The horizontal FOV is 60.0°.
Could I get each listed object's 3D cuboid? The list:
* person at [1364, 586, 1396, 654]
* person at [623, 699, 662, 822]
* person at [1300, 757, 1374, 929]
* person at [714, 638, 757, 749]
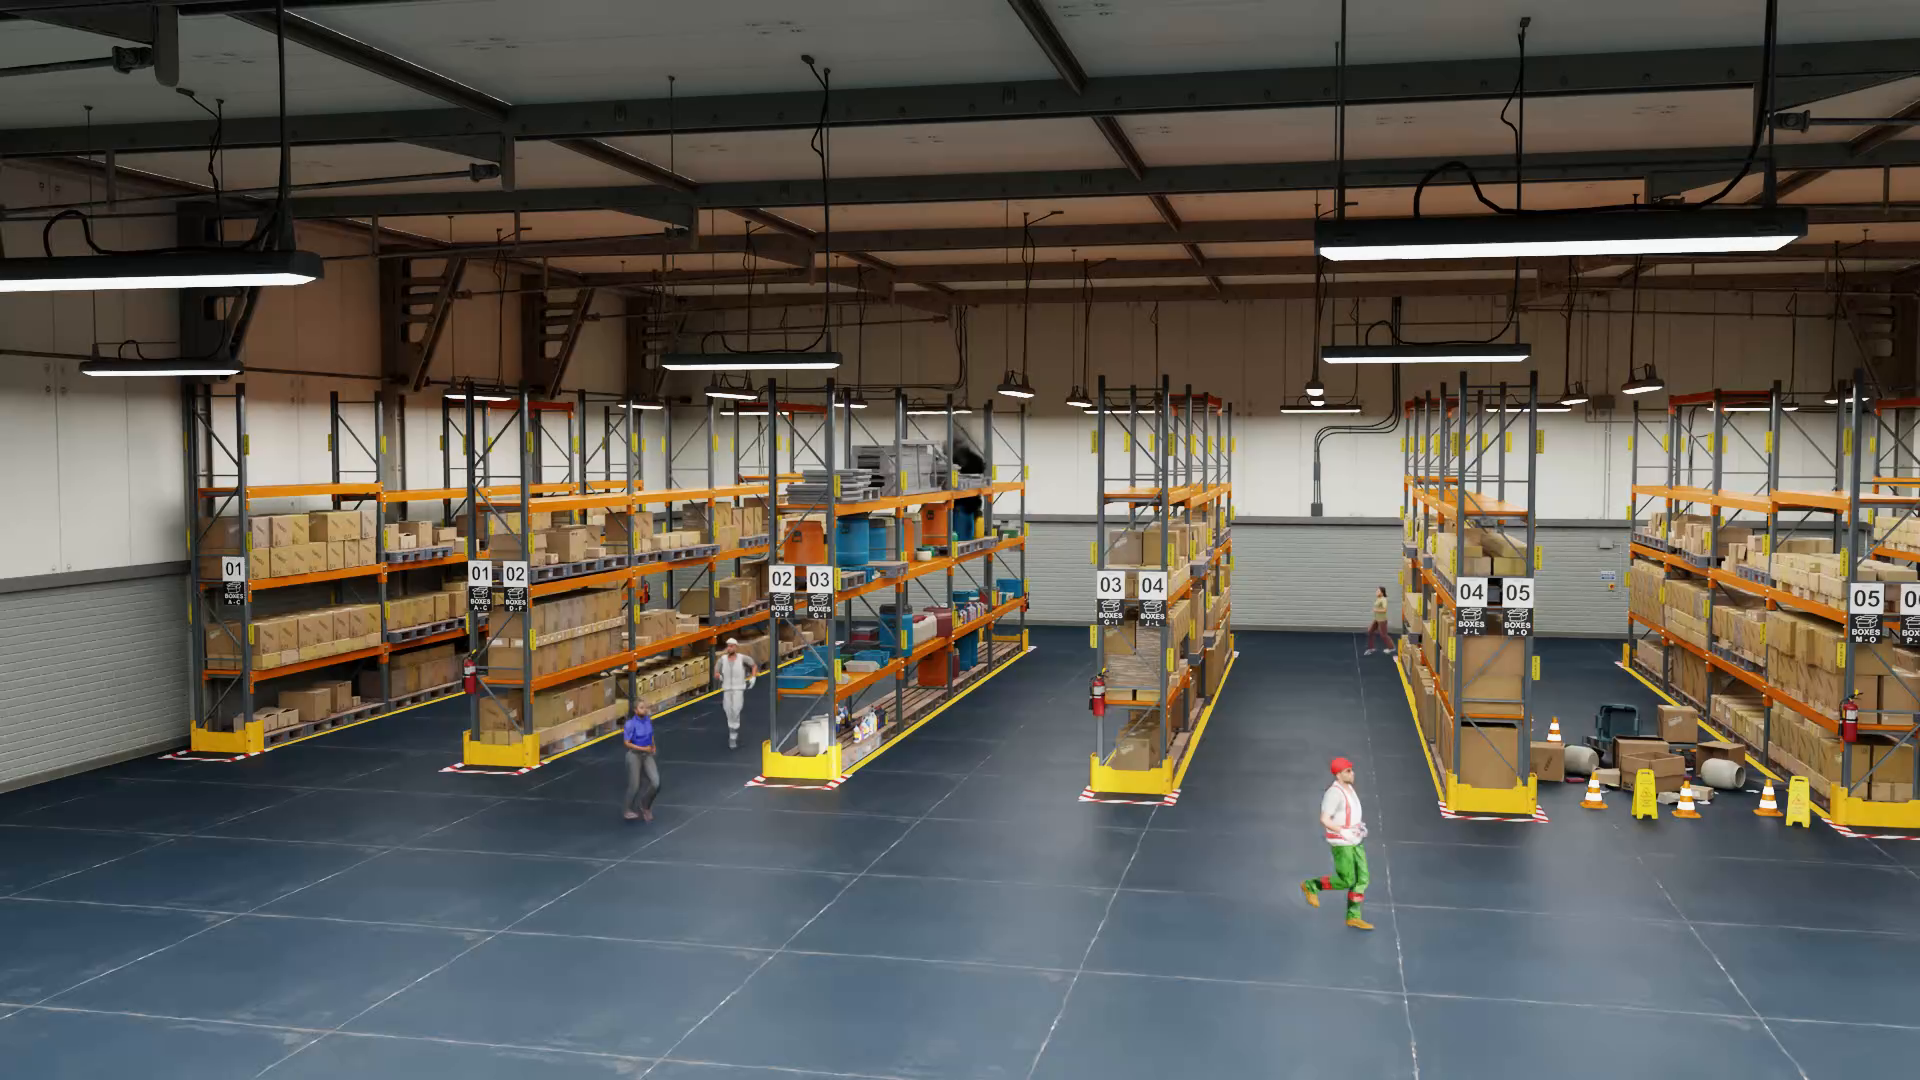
[{"bbox_3d":[10.065,1.940,39.540,0.751,1.688,0.651,0,3,-7],"label":"person"},{"bbox_3d":[-4.196,2.933,22.013,0.679,1.673,0.602,3,4,41],"label":"person"},{"bbox_3d":[3.963,3.137,17.345,0.785,1.759,0.657,2,4,37],"label":"person"},{"bbox_3d":[-3.762,2.543,27.709,0.669,1.818,0.792,0,3,8],"label":"person"}]
